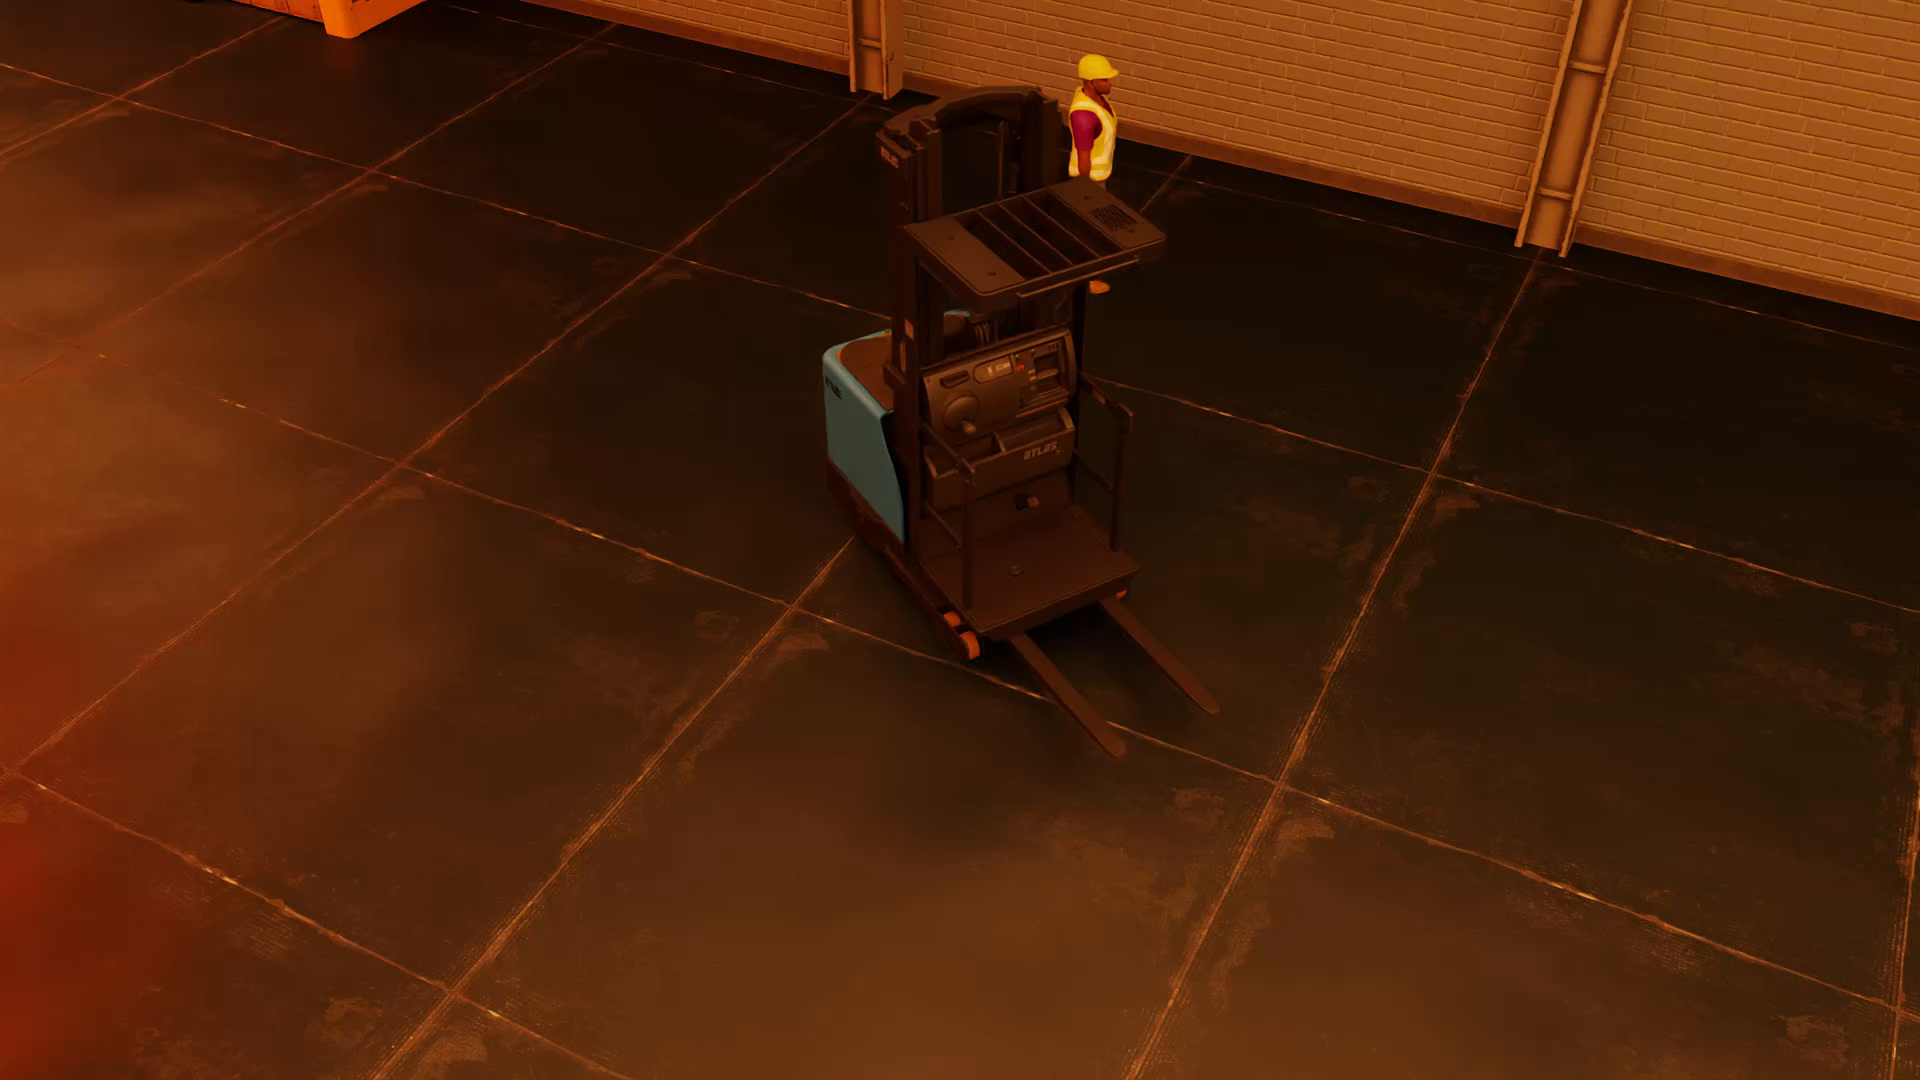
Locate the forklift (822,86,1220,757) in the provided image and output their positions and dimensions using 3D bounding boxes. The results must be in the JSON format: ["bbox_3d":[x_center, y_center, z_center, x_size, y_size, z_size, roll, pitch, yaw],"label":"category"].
[{"bbox_3d":[0.334,-0.779,8.911,1.130,2.935,3.031,-21,44,-23],"label":"forklift"}]

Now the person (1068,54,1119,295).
[{"bbox_3d":[0.963,-2.670,12.060,0.371,1.771,0.576,5,40,6],"label":"person"}]
